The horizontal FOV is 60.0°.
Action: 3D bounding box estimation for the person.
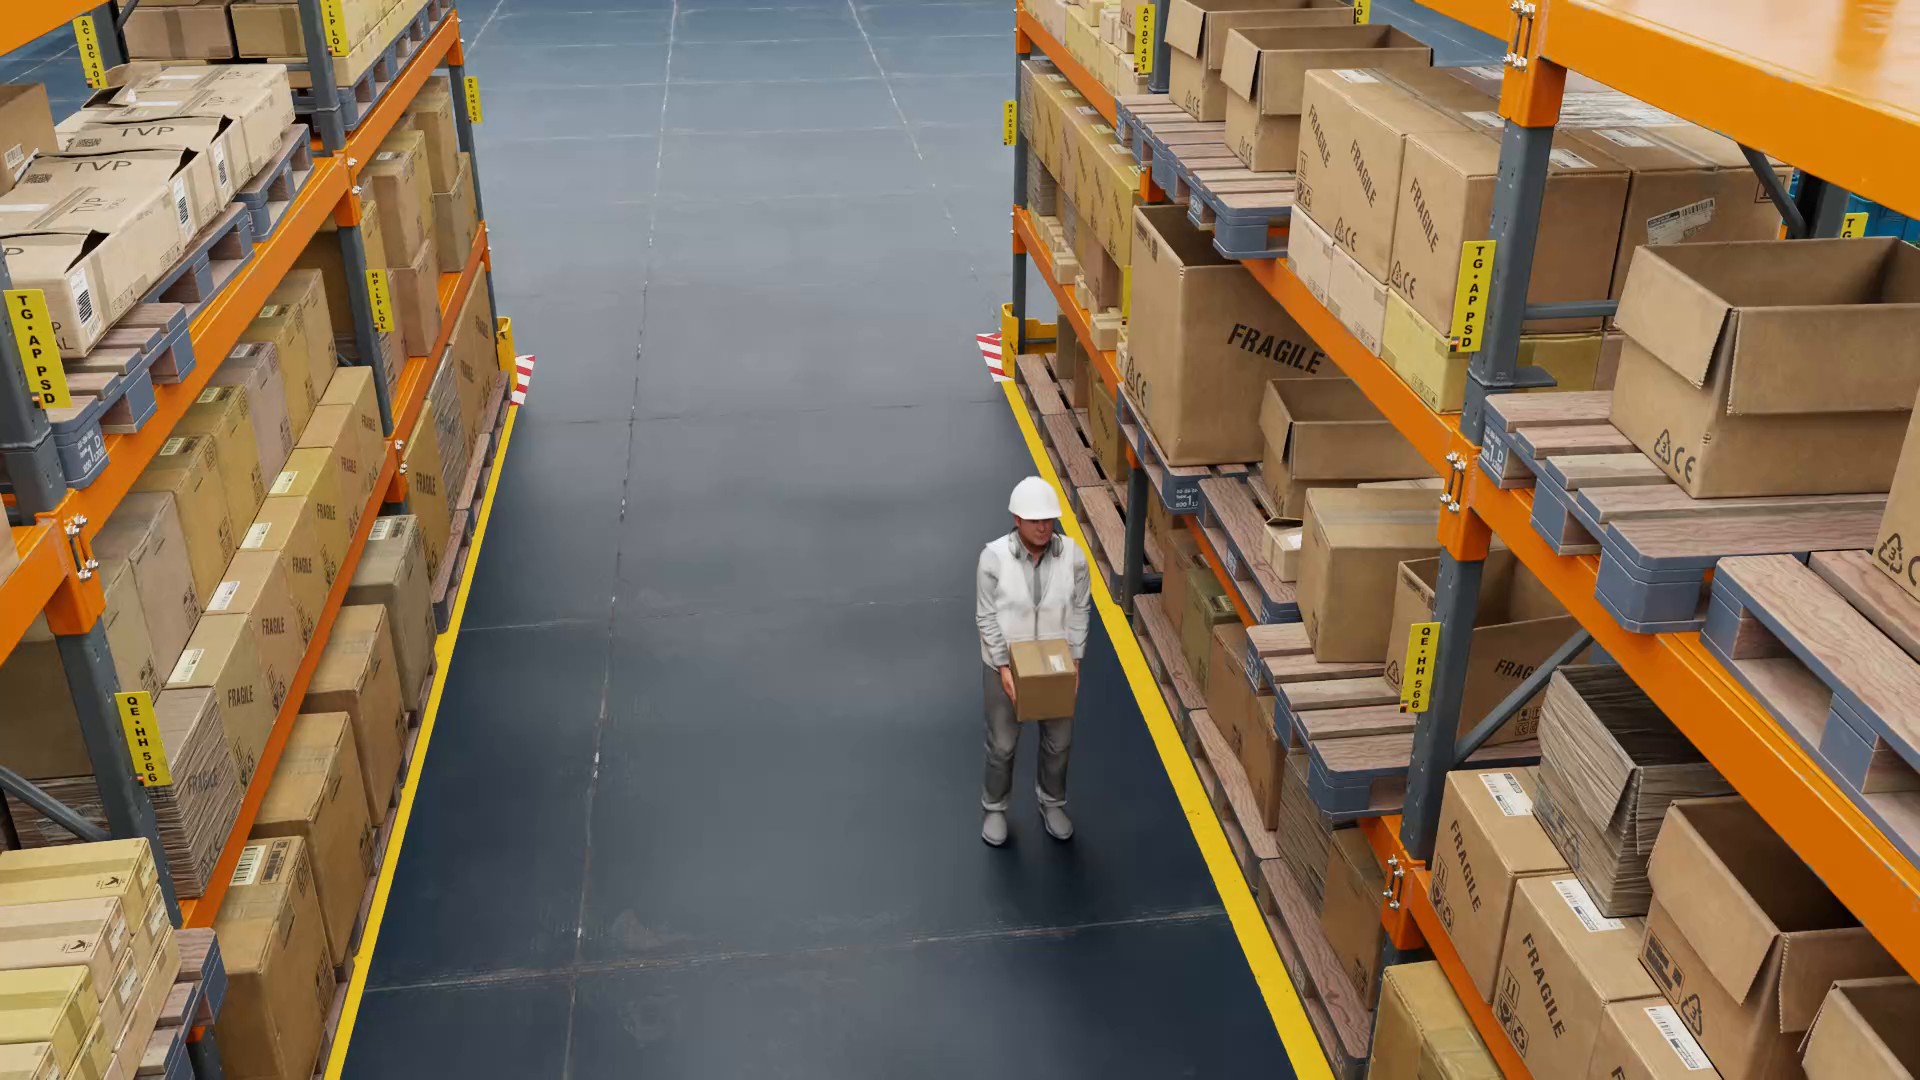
[{"bbox_3d":[0.333,0.575,7.452,0.527,1.778,0.529,-4,27,-7],"label":"person"}]
